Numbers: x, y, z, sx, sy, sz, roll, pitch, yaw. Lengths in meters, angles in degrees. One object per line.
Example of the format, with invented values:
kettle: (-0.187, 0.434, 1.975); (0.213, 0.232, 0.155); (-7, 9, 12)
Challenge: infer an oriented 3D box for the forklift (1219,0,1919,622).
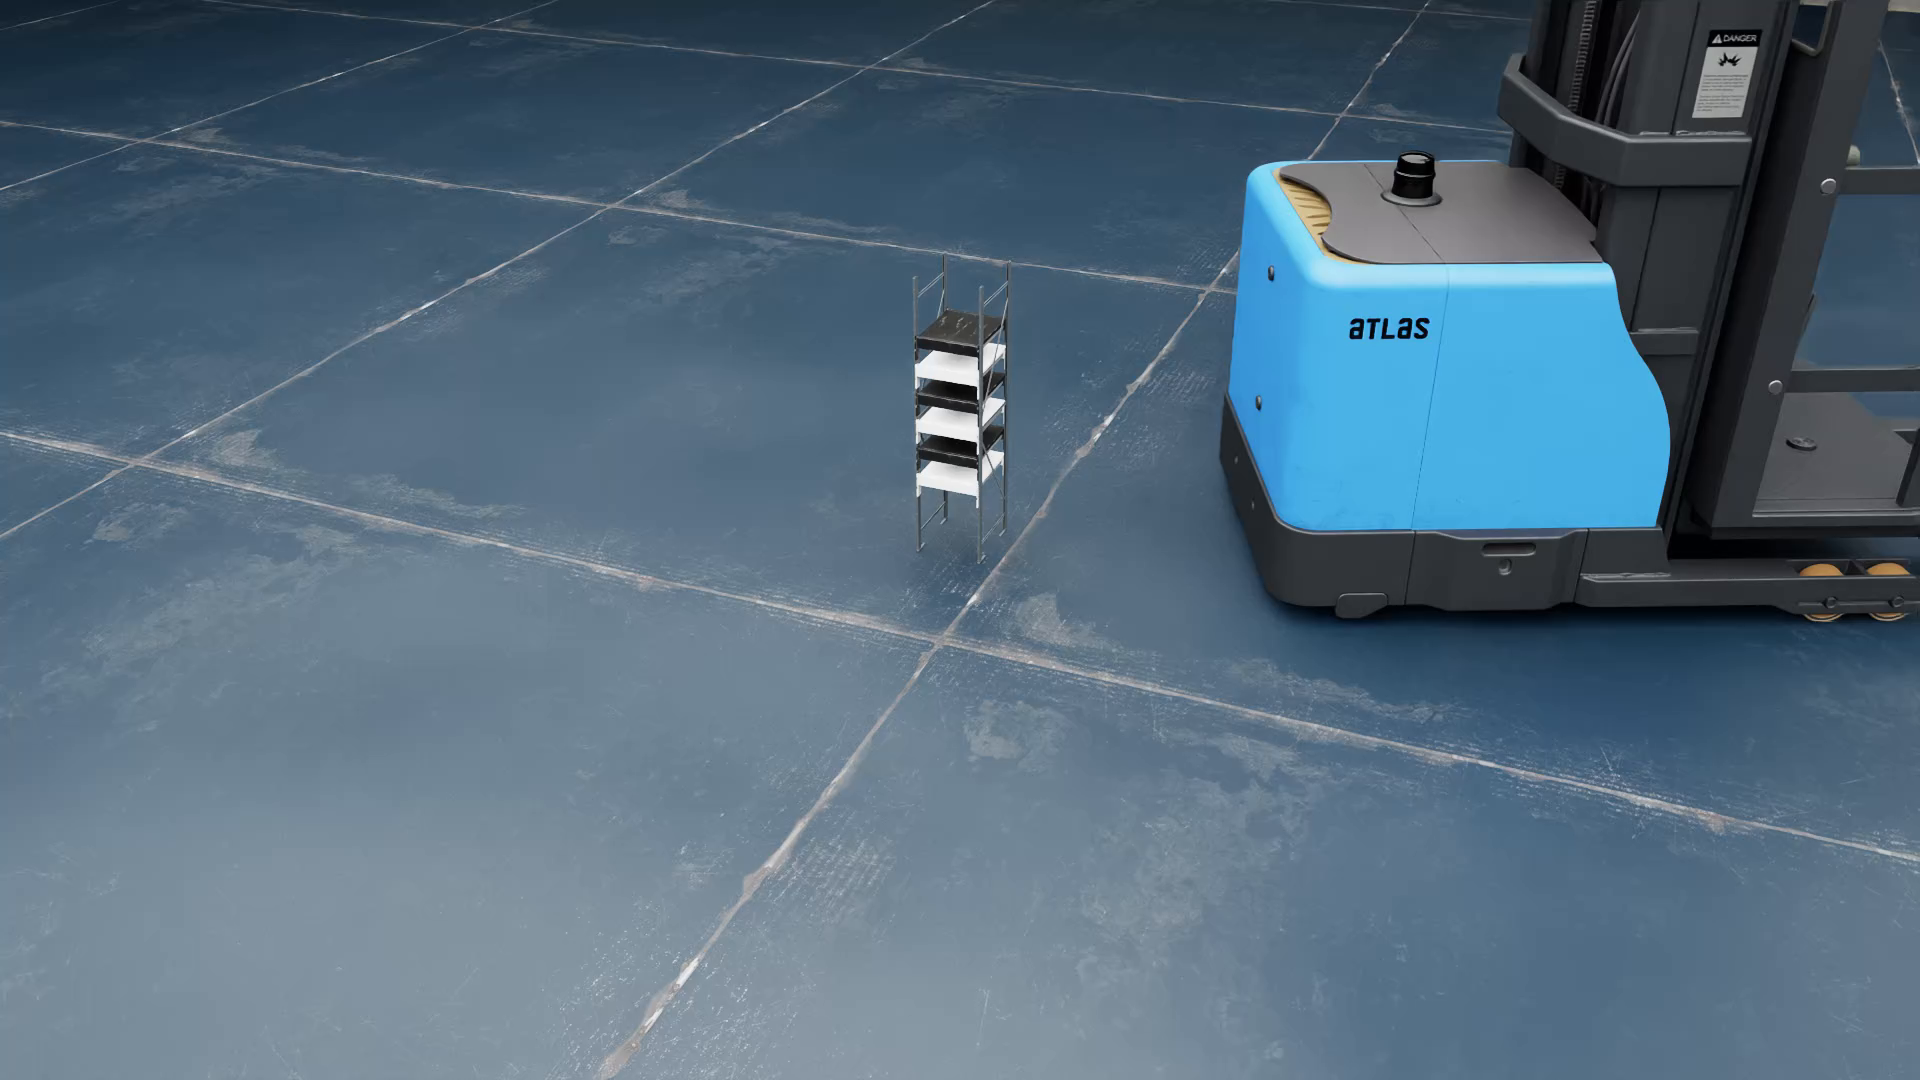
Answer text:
forklift: (2.397, -1.299, 4.570); (3.031, 2.935, 1.130); (-1, 29, -1)

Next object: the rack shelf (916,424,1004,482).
rack shelf: (0.008, -0.283, 5.087); (0.200, 0.077, 0.258); (11, 31, 19)

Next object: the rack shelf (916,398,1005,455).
rack shelf: (0.008, -0.361, 5.042); (0.200, 0.077, 0.258); (11, 31, 19)

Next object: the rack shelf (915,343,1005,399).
rack shelf: (0.008, -0.518, 4.954); (0.200, 0.077, 0.258); (11, 31, 19)

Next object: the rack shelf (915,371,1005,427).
rack shelf: (0.008, -0.440, 4.998); (0.200, 0.077, 0.258); (11, 31, 19)

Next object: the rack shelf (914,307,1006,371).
rack shelf: (0.008, -0.596, 4.909); (0.200, 0.077, 0.258); (11, 31, 19)

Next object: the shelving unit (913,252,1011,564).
shelving unit: (0.008, -0.390, 5.026); (0.210, 0.900, 0.258); (11, 31, 19)

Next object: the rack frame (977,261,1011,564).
rack frame: (0.102, -0.371, 4.993); (0.006, 0.900, 0.240); (11, 31, 19)

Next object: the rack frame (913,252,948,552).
rack frame: (-0.087, -0.409, 5.059); (0.006, 0.900, 0.240); (11, 31, 19)

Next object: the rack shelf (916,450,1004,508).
rack shelf: (0.008, -0.205, 5.131); (0.200, 0.077, 0.258); (11, 31, 19)
